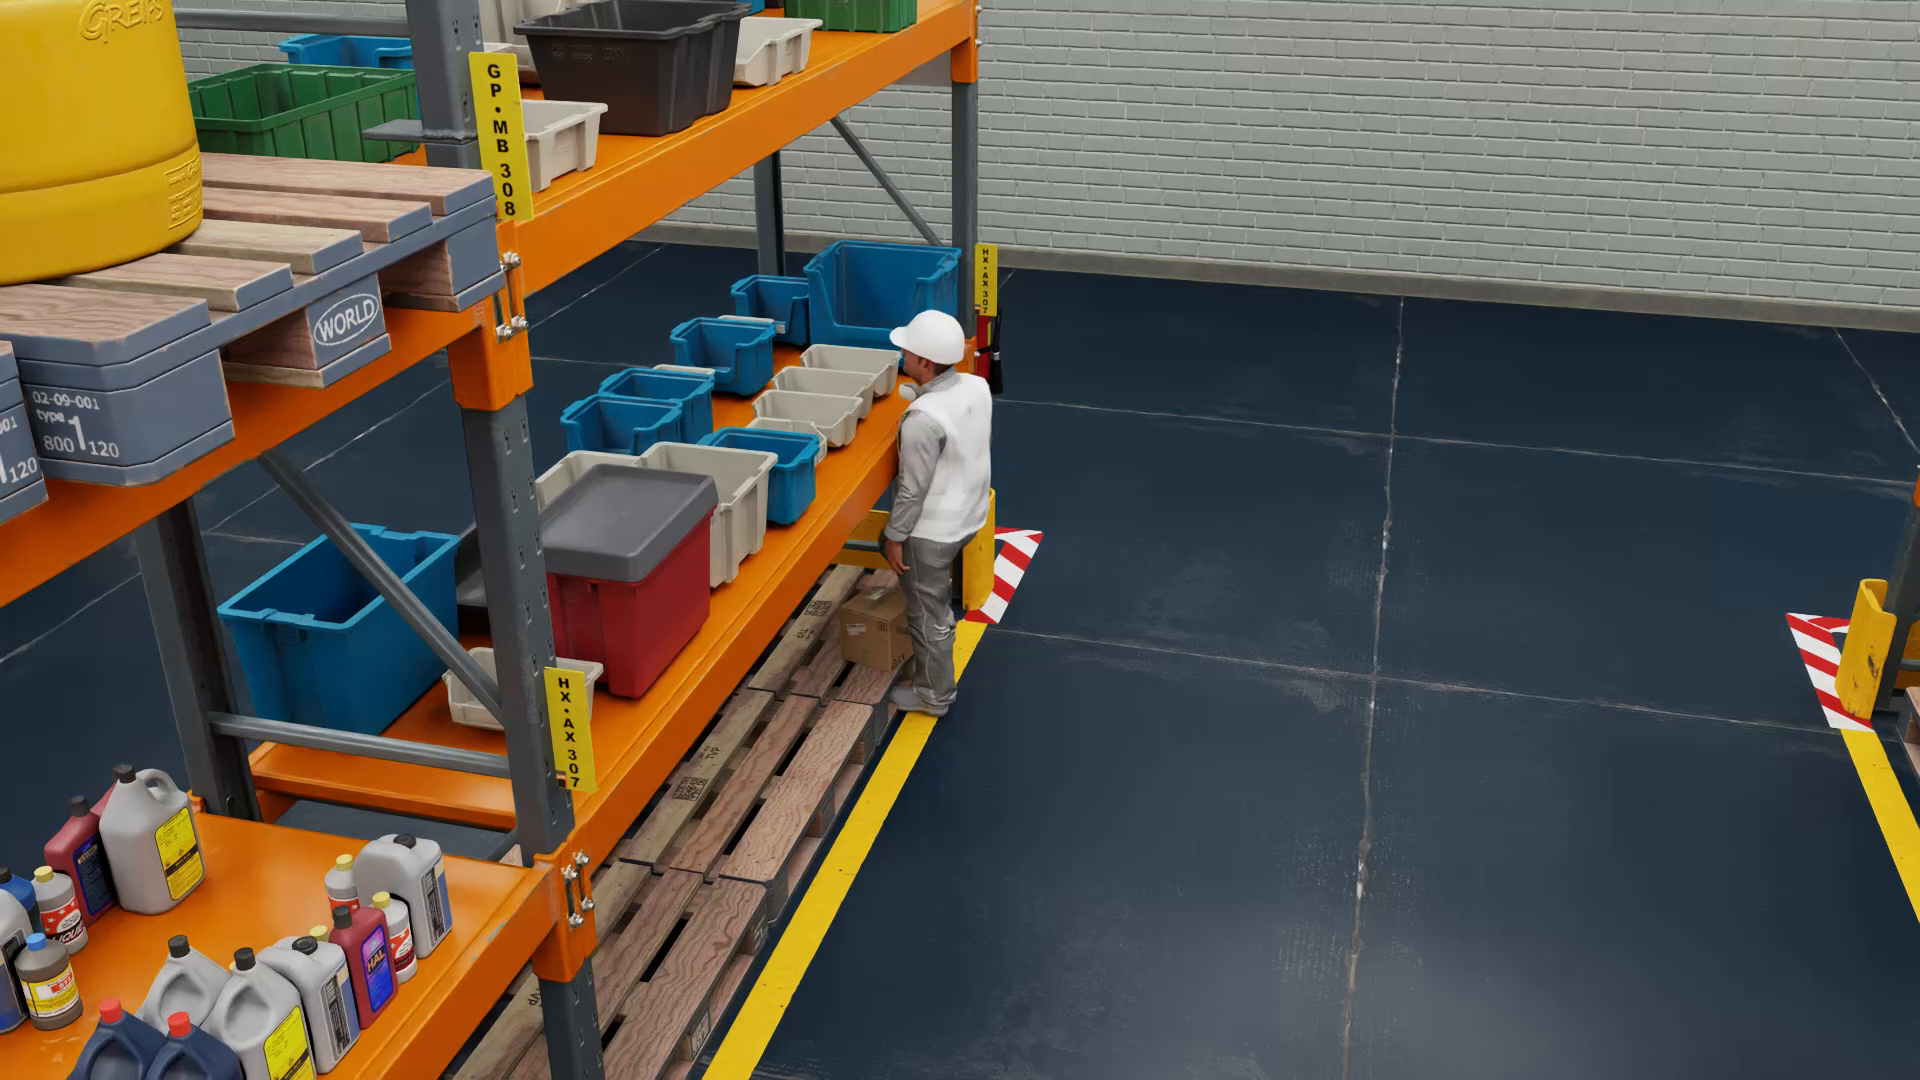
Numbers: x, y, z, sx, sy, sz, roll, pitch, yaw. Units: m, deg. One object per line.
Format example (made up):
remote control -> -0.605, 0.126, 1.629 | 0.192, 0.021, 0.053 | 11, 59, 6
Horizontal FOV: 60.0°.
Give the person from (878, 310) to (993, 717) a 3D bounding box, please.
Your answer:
person -> -0.171, -0.106, 6.779 | 0.613, 1.777, 0.624 | 15, 29, 28
